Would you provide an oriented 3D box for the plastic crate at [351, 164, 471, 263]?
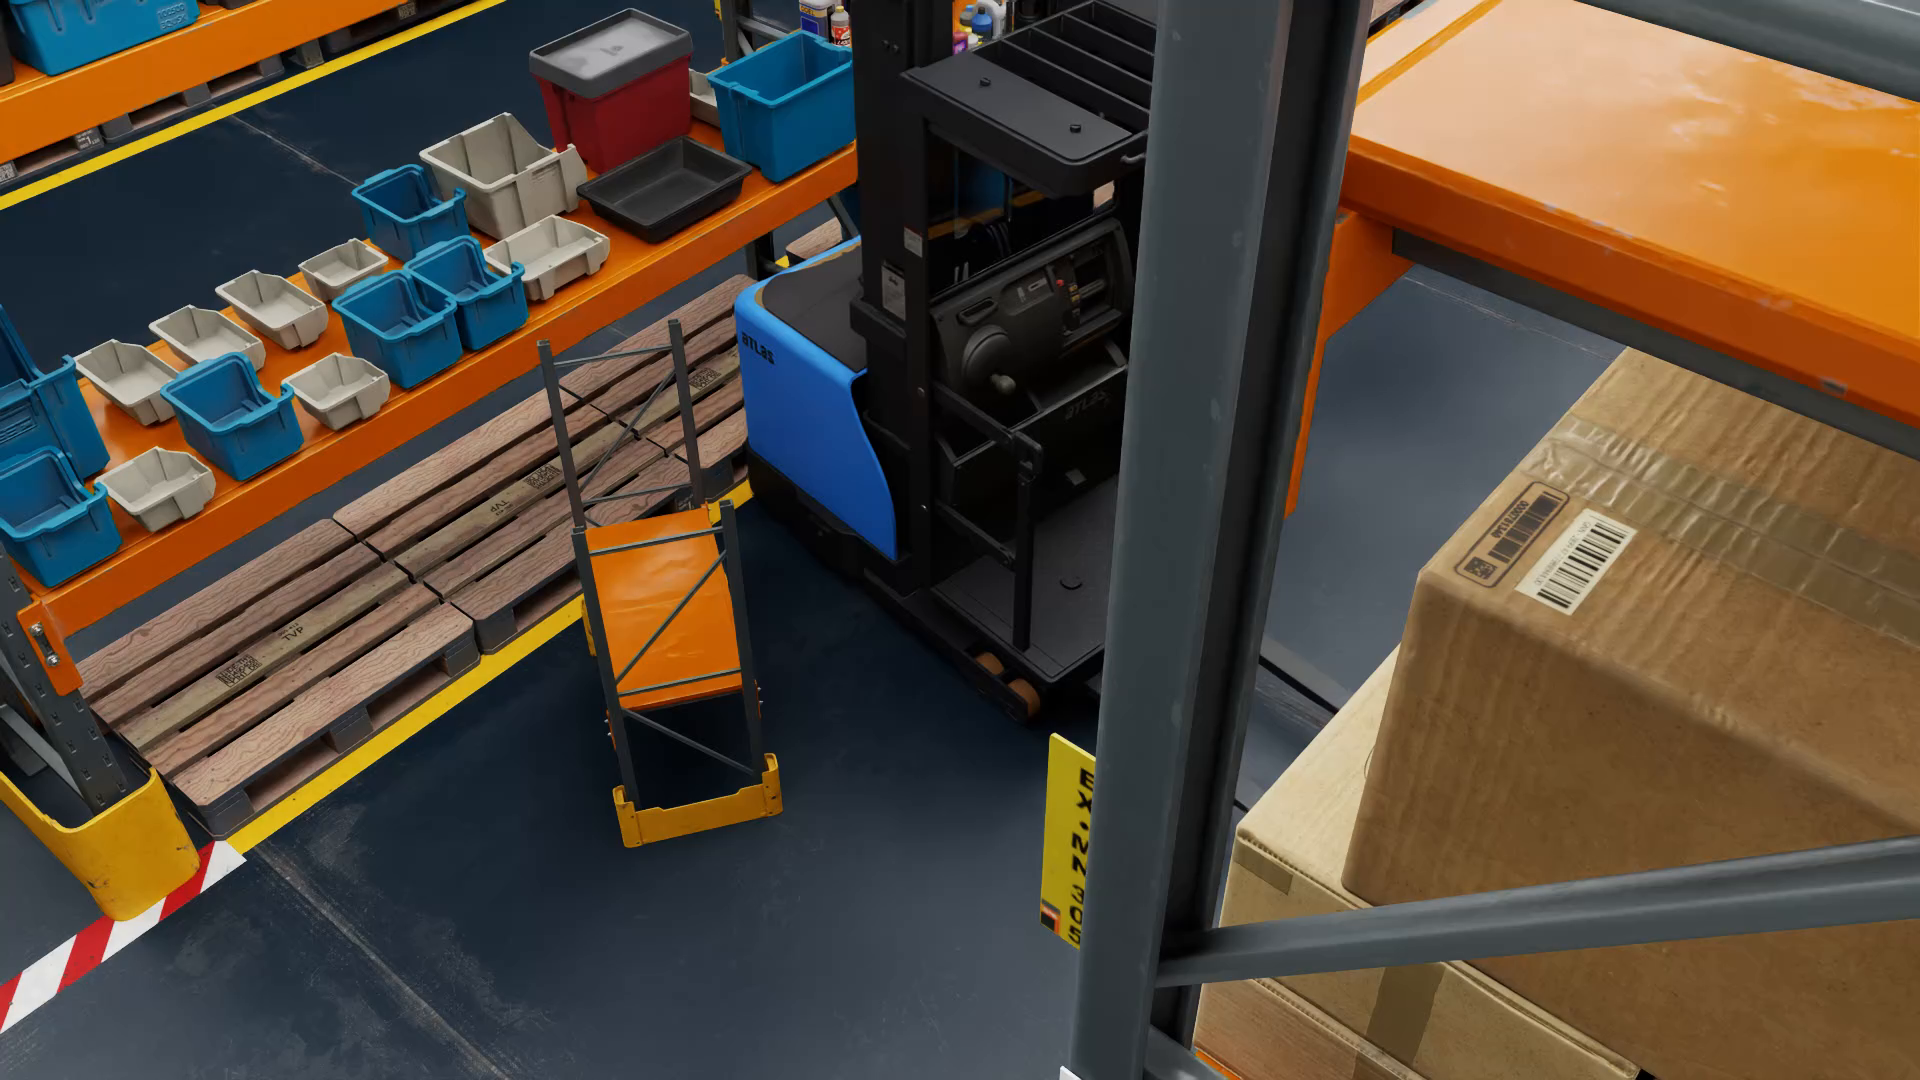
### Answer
[{"bbox_3d":[-2.121,-1.251,6.476,0.416,0.233,0.300,29,50,28],"label":"plastic crate"}]

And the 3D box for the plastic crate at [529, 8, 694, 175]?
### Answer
[{"bbox_3d":[-1.439,-1.877,6.992,0.402,0.464,0.583,29,50,28],"label":"plastic crate"}]

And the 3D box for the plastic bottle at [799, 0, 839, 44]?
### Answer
[{"bbox_3d":[-0.666,-2.479,7.839,0.152,0.276,0.135,29,50,28],"label":"plastic bottle"}]

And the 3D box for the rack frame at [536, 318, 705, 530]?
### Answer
[{"bbox_3d":[-1.228,-0.174,6.327,0.500,1.500,0.032,-11,43,-12],"label":"rack frame"}]

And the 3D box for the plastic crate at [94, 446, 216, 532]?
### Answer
[{"bbox_3d":[-2.566,-0.161,5.349,0.250,0.136,0.298,29,50,28],"label":"plastic crate"}]

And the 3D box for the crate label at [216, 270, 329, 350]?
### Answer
[{"bbox_3d":[-2.502,-0.842,6.098,0.396,0.136,0.243,29,50,28],"label":"crate label"}]

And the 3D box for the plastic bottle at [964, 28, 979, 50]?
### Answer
[{"bbox_3d":[0.036,-2.249,7.641,0.097,0.201,0.097,0,42,0],"label":"plastic bottle"}]

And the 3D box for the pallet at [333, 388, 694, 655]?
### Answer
[{"bbox_3d":[-1.901,-0.124,7.229,1.003,0.211,1.213,29,50,28],"label":"pallet"}]

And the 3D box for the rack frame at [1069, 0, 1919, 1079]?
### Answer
[{"bbox_3d":[0.542,-0.195,0.776,1.000,3.000,0.127,29,50,28],"label":"rack frame"}]

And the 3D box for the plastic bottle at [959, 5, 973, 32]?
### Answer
[{"bbox_3d":[0.045,-2.415,7.824,0.097,0.201,0.097,0,42,0],"label":"plastic bottle"}]

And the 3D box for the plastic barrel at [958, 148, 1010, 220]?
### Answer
[{"bbox_3d":[0.146,-2.198,8.686,0.600,0.901,0.708,29,50,28],"label":"plastic barrel"}]

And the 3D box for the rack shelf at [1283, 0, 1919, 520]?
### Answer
[{"bbox_3d":[1.829,-0.958,2.152,1.077,0.370,4.000,29,50,28],"label":"rack shelf"}]

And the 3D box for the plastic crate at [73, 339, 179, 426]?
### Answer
[{"bbox_3d":[-2.860,-0.545,5.771,0.396,0.136,0.243,29,50,28],"label":"plastic crate"}]

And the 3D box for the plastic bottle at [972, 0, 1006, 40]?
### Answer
[{"bbox_3d":[0.153,-2.398,7.750,0.152,0.276,0.135,29,50,28],"label":"plastic bottle"}]

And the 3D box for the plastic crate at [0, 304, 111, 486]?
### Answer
[{"bbox_3d":[-3.174,-0.411,5.401,0.616,0.435,0.499,29,50,28],"label":"plastic crate"}]

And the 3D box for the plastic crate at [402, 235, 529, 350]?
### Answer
[{"bbox_3d":[-1.795,-0.900,6.090,0.416,0.233,0.300,29,50,28],"label":"plastic crate"}]

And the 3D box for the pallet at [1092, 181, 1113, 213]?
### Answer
[{"bbox_3d":[0.641,-2.160,9.469,1.003,0.211,1.213,29,50,28],"label":"pallet"}]

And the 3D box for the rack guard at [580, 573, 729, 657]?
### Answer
[{"bbox_3d":[-1.223,0.301,6.733,0.587,0.250,0.087,-11,43,-12],"label":"rack guard"}]

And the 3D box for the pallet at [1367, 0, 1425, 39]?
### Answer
[{"bbox_3d":[2.430,-3.592,11.043,1.003,0.211,1.213,29,50,28],"label":"pallet"}]

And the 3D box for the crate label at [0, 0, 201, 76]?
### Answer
[{"bbox_3d":[-2.406,-1.512,4.564,0.408,0.251,0.502,29,50,28],"label":"crate label"}]

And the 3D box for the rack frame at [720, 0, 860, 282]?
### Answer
[{"bbox_3d":[-0.672,-2.182,7.420,1.000,3.000,0.127,29,50,28],"label":"rack frame"}]

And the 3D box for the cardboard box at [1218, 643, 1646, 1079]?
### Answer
[{"bbox_3d":[0.678,0.410,2.080,0.500,0.250,0.500,29,50,28],"label":"cardboard box"}]

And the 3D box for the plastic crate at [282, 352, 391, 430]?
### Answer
[{"bbox_3d":[-2.129,-0.510,5.733,0.250,0.136,0.298,29,50,28],"label":"plastic crate"}]

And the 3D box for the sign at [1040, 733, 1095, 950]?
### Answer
[{"bbox_3d":[0.130,0.336,1.763,0.100,0.325,0.005,29,50,28],"label":"sign"}]

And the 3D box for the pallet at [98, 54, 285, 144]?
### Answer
[{"bbox_3d":[-5.013,-2.937,10.323,1.003,0.211,1.213,29,50,28],"label":"pallet"}]

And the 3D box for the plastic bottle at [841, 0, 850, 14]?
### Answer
[{"bbox_3d":[-0.552,-2.621,7.989,0.061,0.283,0.133,29,50,28],"label":"plastic bottle"}]

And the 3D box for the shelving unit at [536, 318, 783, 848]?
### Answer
[{"bbox_3d":[-1.083,0.160,5.959,0.587,1.500,1.083,-11,43,-12],"label":"shelving unit"}]

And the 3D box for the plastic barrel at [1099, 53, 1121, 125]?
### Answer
[{"bbox_3d":[0.873,-2.664,9.430,0.600,0.588,0.708,29,50,28],"label":"plastic barrel"}]

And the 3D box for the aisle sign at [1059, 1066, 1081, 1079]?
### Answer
[{"bbox_3d":[0.264,0.965,2.027,0.394,0.787,0.004,29,50,28],"label":"aisle sign"}]

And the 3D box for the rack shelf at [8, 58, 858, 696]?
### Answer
[{"bbox_3d":[-1.960,-0.886,6.529,1.077,0.370,4.000,29,50,28],"label":"rack shelf"}]

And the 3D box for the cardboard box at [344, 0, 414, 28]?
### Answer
[{"bbox_3d":[-4.067,-4.034,10.724,1.225,0.875,0.875,30,50,29],"label":"cardboard box"}]

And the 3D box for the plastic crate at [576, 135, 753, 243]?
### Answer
[{"bbox_3d":[-1.187,-1.410,6.731,0.437,0.125,0.590,29,50,28],"label":"plastic crate"}]

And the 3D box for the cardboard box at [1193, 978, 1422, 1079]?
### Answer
[{"bbox_3d":[0.671,0.591,2.252,0.500,0.250,0.500,29,50,28],"label":"cardboard box"}]

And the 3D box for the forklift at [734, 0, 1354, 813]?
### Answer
[{"bbox_3d":[0.420,-0.770,5.919,1.130,2.935,3.031,-31,51,-30],"label":"forklift"}]

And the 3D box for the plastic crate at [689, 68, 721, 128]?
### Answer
[{"bbox_3d":[-1.081,-1.929,7.293,0.396,0.136,0.243,29,50,28],"label":"plastic crate"}]
